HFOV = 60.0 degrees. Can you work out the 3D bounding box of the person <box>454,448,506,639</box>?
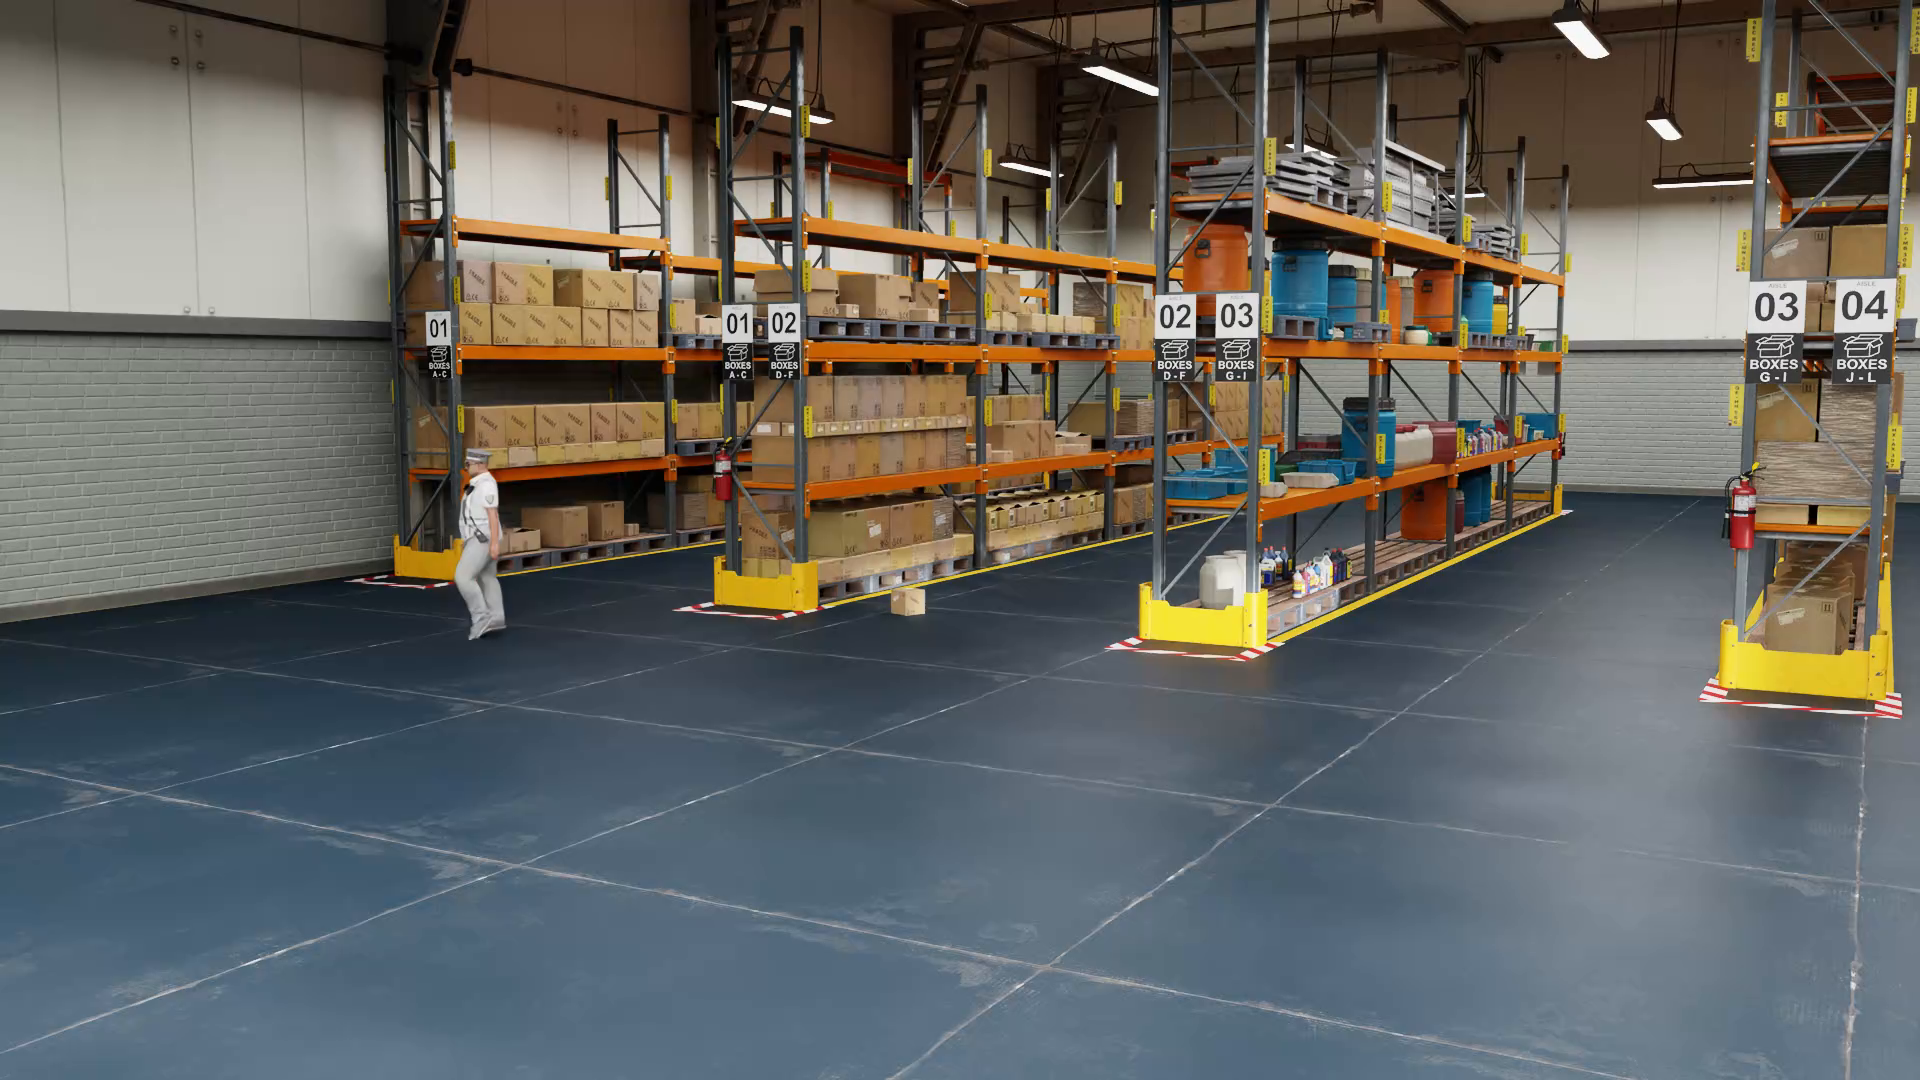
[{"bbox_3d":[-4.549,0.051,15.718,0.468,1.839,0.580,-2,6,-18],"label":"person"}]
